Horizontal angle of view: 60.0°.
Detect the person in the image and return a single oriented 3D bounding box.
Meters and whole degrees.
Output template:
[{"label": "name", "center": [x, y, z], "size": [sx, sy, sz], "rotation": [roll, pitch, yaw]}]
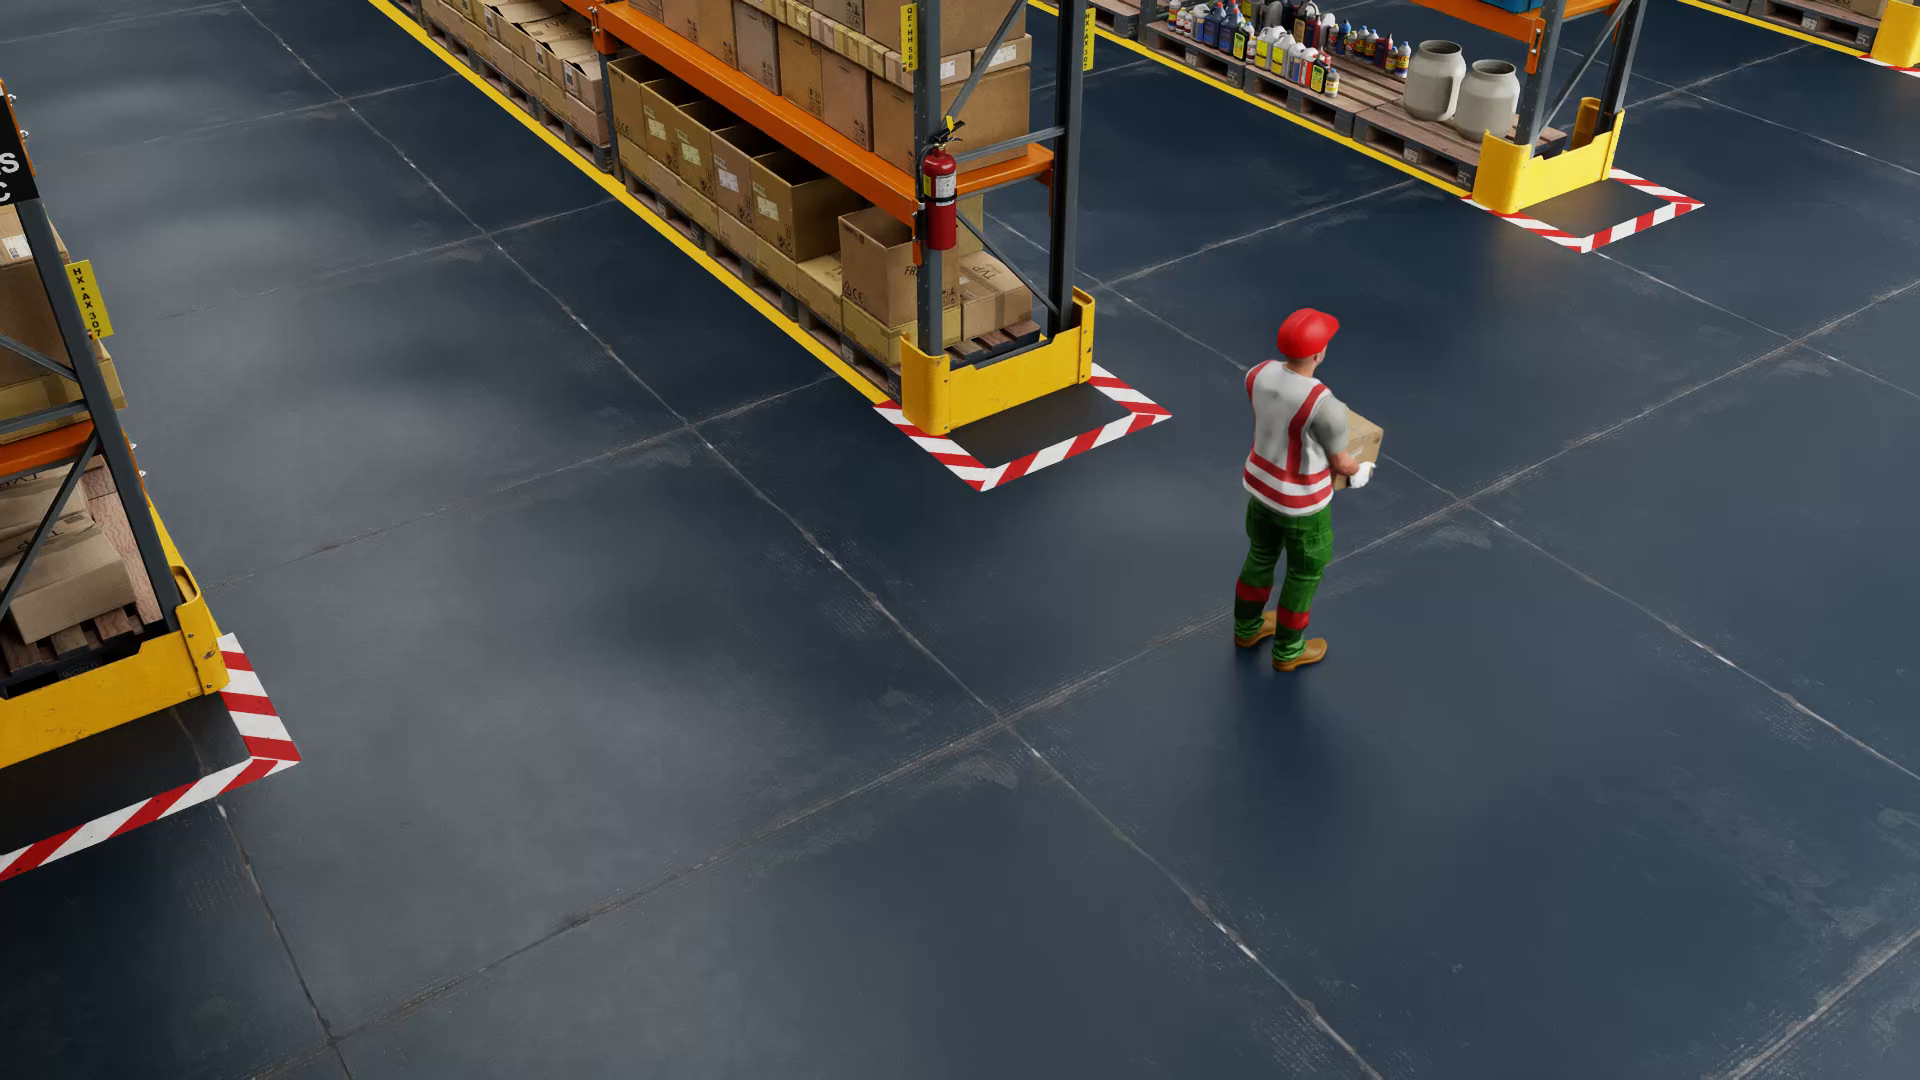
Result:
[{"label": "person", "center": [1.514, -0.244, 7.316], "size": [0.547, 1.793, 0.519], "rotation": [-23, 42, -28]}]
